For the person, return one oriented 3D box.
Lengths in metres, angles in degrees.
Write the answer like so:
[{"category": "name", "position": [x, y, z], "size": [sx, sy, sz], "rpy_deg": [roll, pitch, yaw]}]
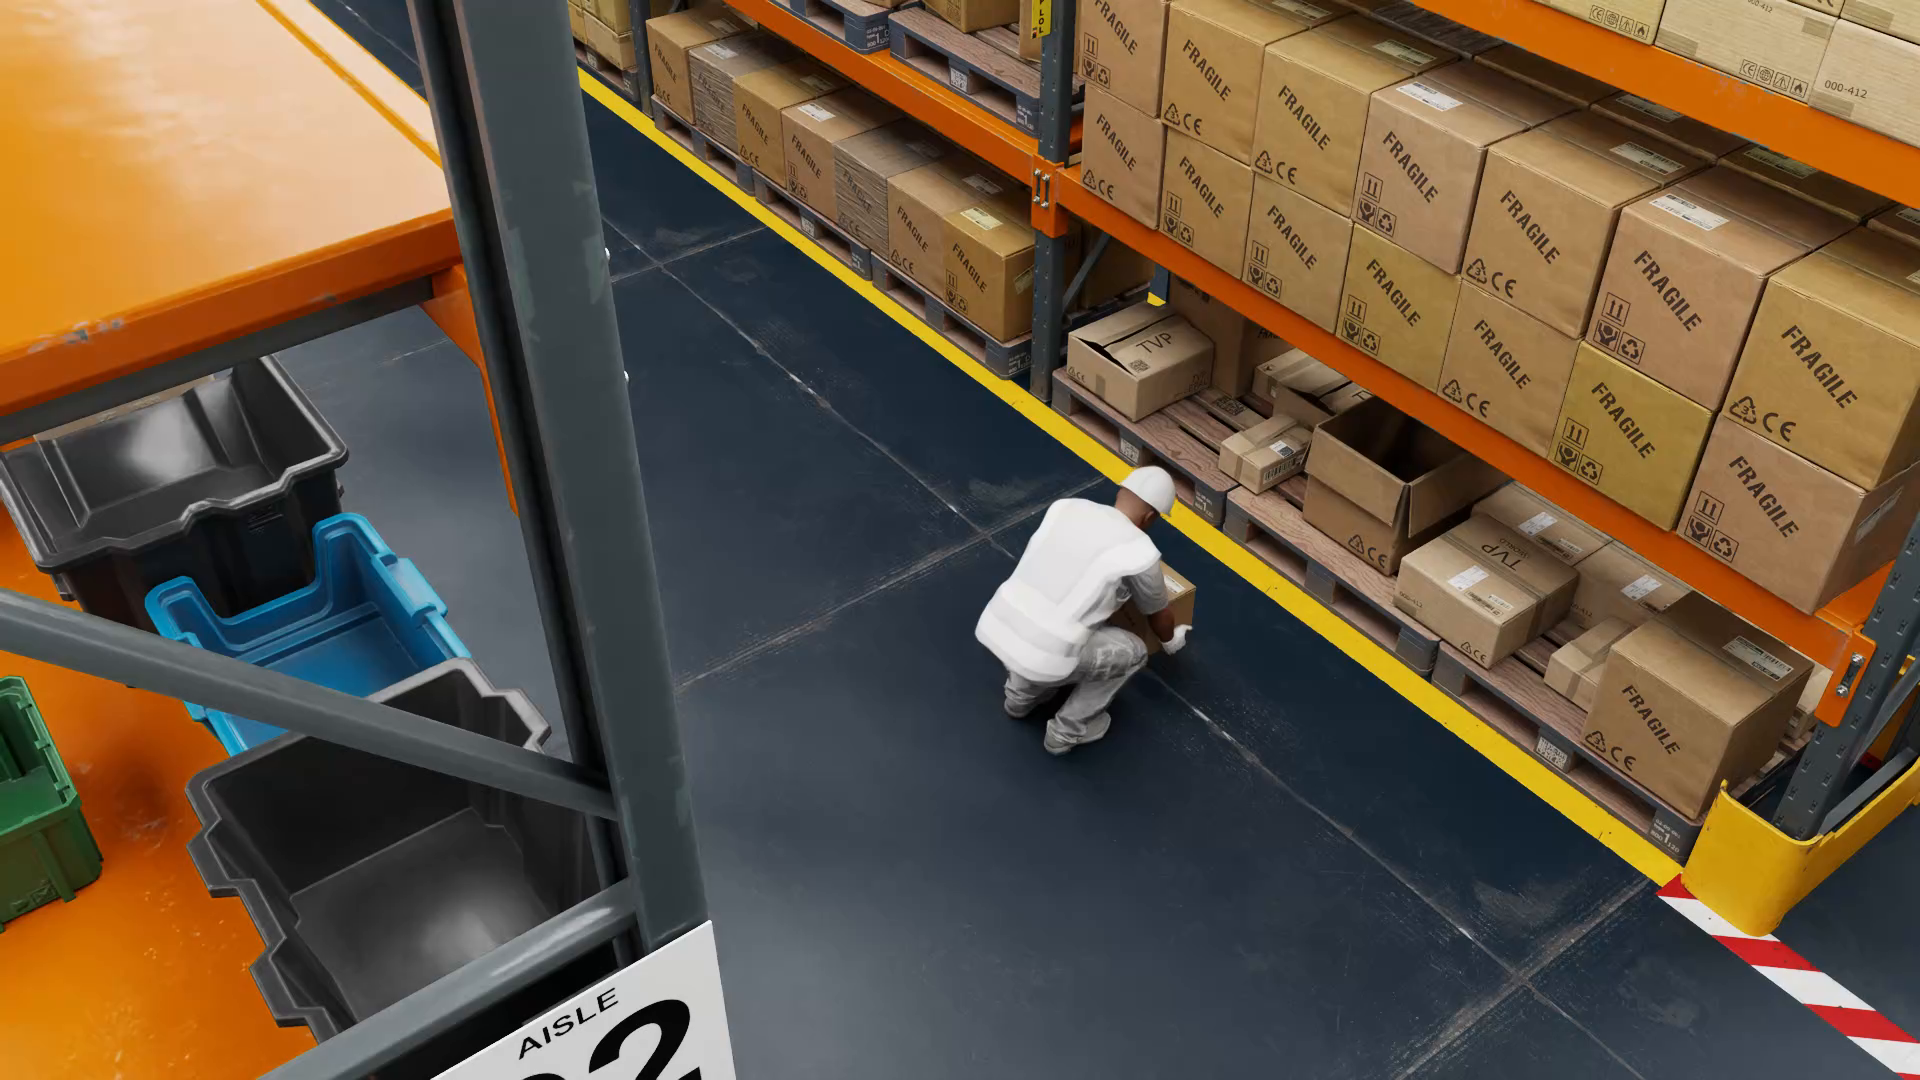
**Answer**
[{"category": "person", "position": [0.479, 0.264, 6.443], "size": [0.934, 0.998, 0.557], "rpy_deg": [-27, 47, -29]}]
